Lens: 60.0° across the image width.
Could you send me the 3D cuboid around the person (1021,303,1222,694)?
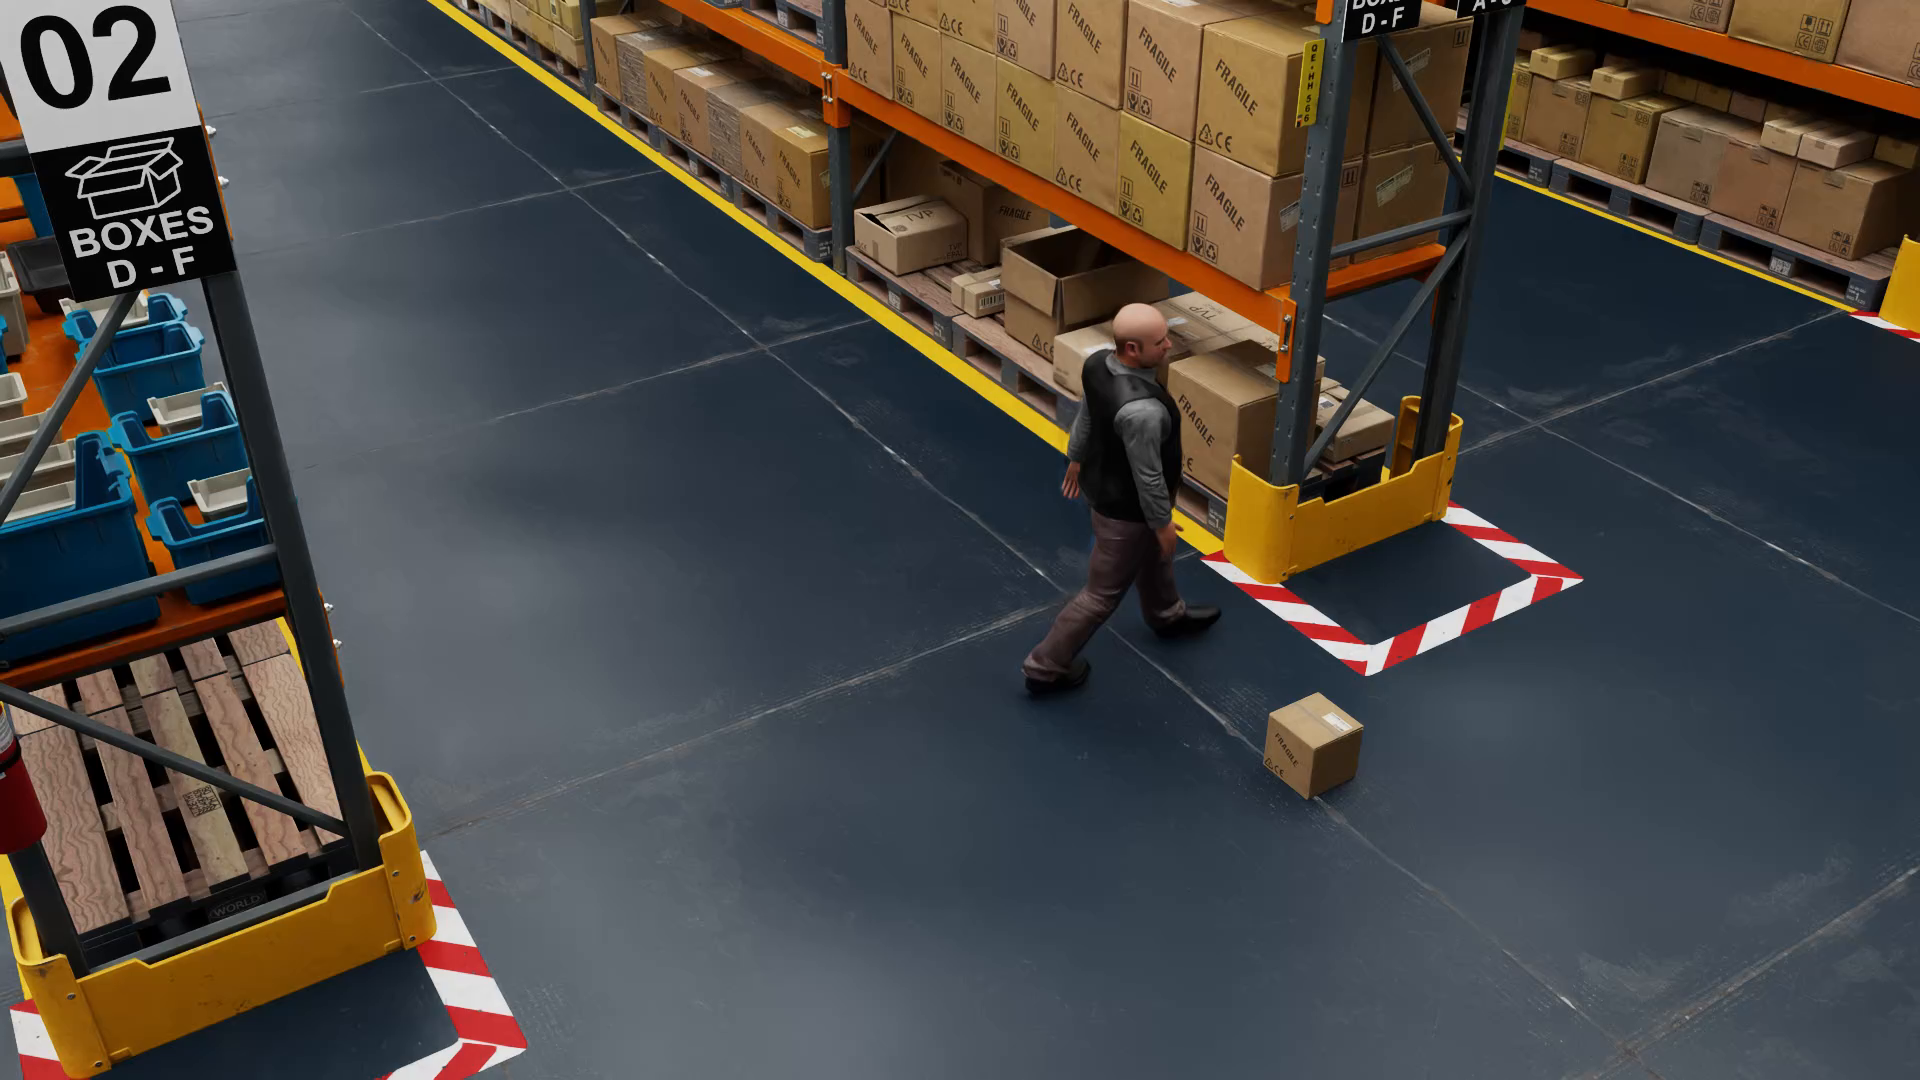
[{"bbox_3d":[0.694,-0.176,6.454,0.949,1.670,0.619,-7,33,-11],"label":"person"}]
